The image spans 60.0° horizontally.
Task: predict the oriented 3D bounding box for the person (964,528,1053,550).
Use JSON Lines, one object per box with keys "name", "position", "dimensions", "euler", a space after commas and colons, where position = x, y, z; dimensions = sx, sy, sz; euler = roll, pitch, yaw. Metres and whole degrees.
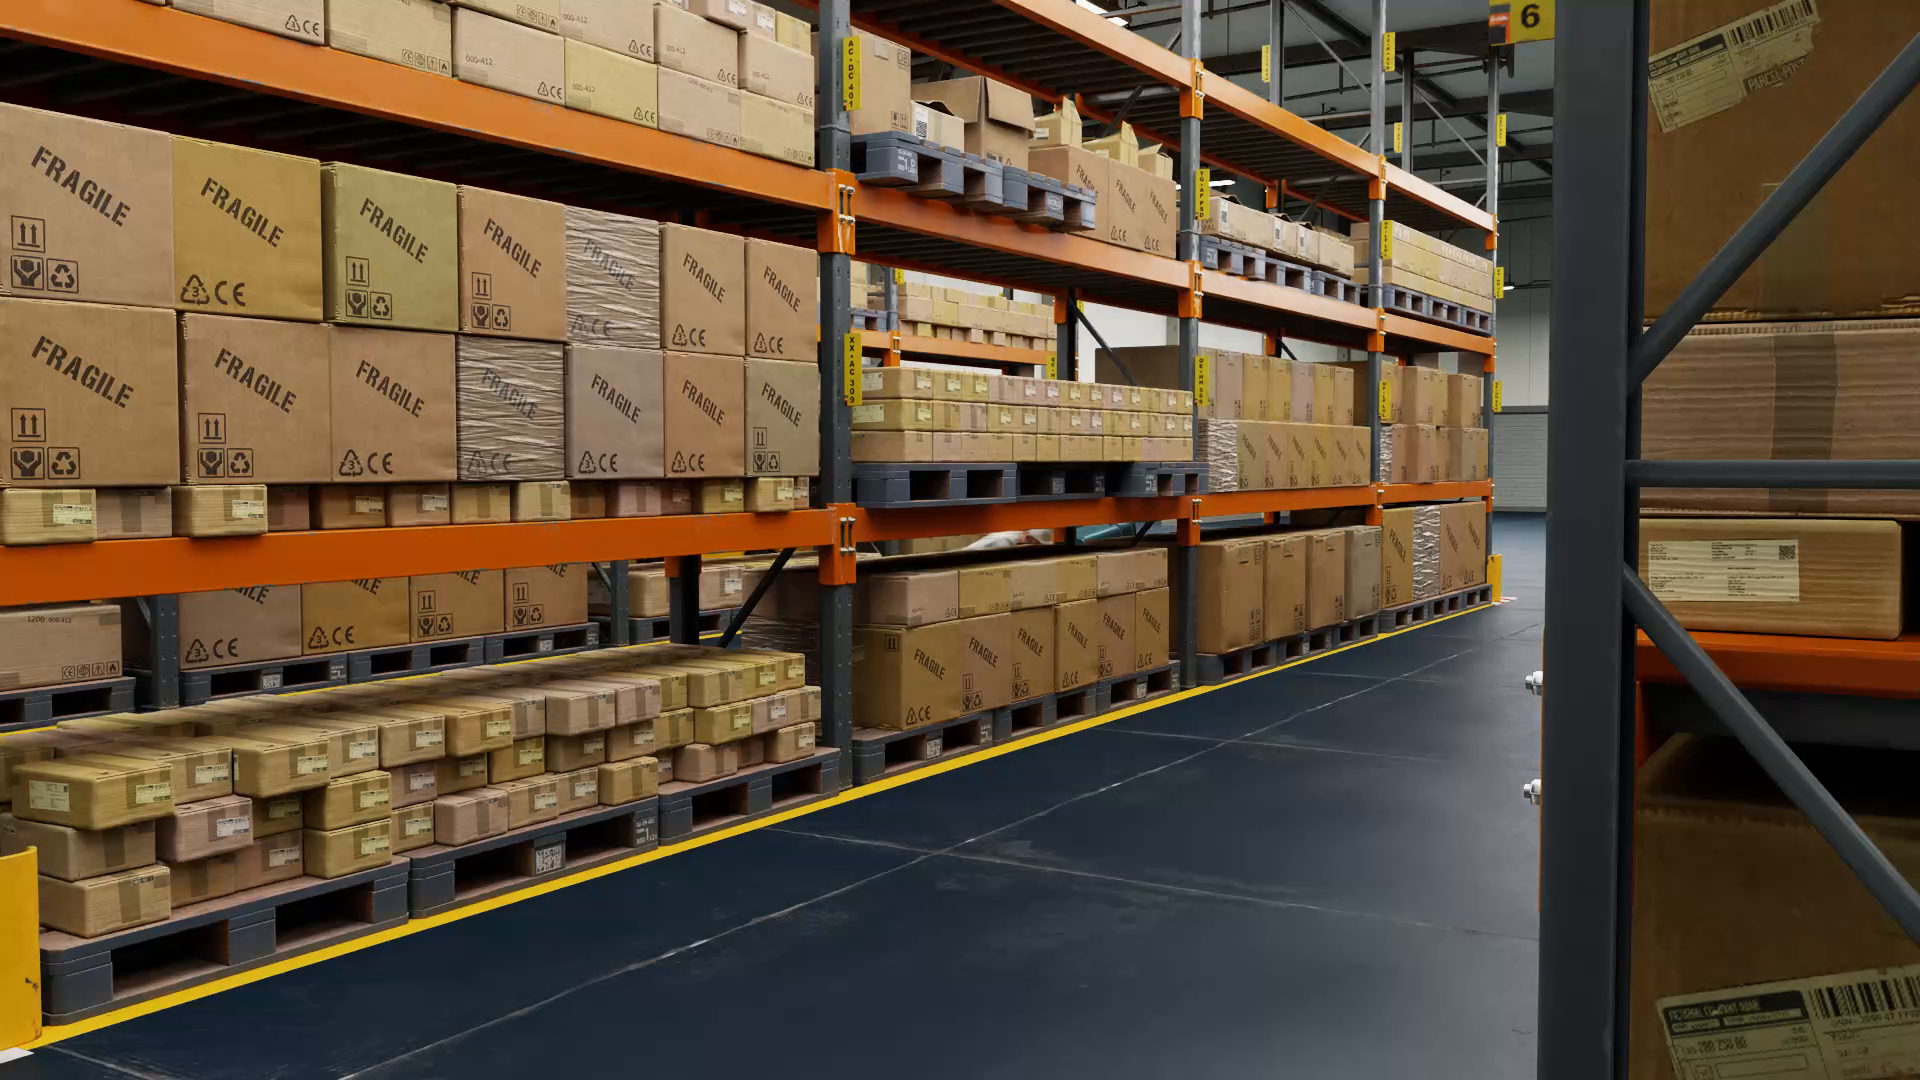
{"name": "person", "position": [0.336, 0.345, 13.483], "dimensions": [0.870, 1.065, 0.578], "euler": [2, 3, 31]}
